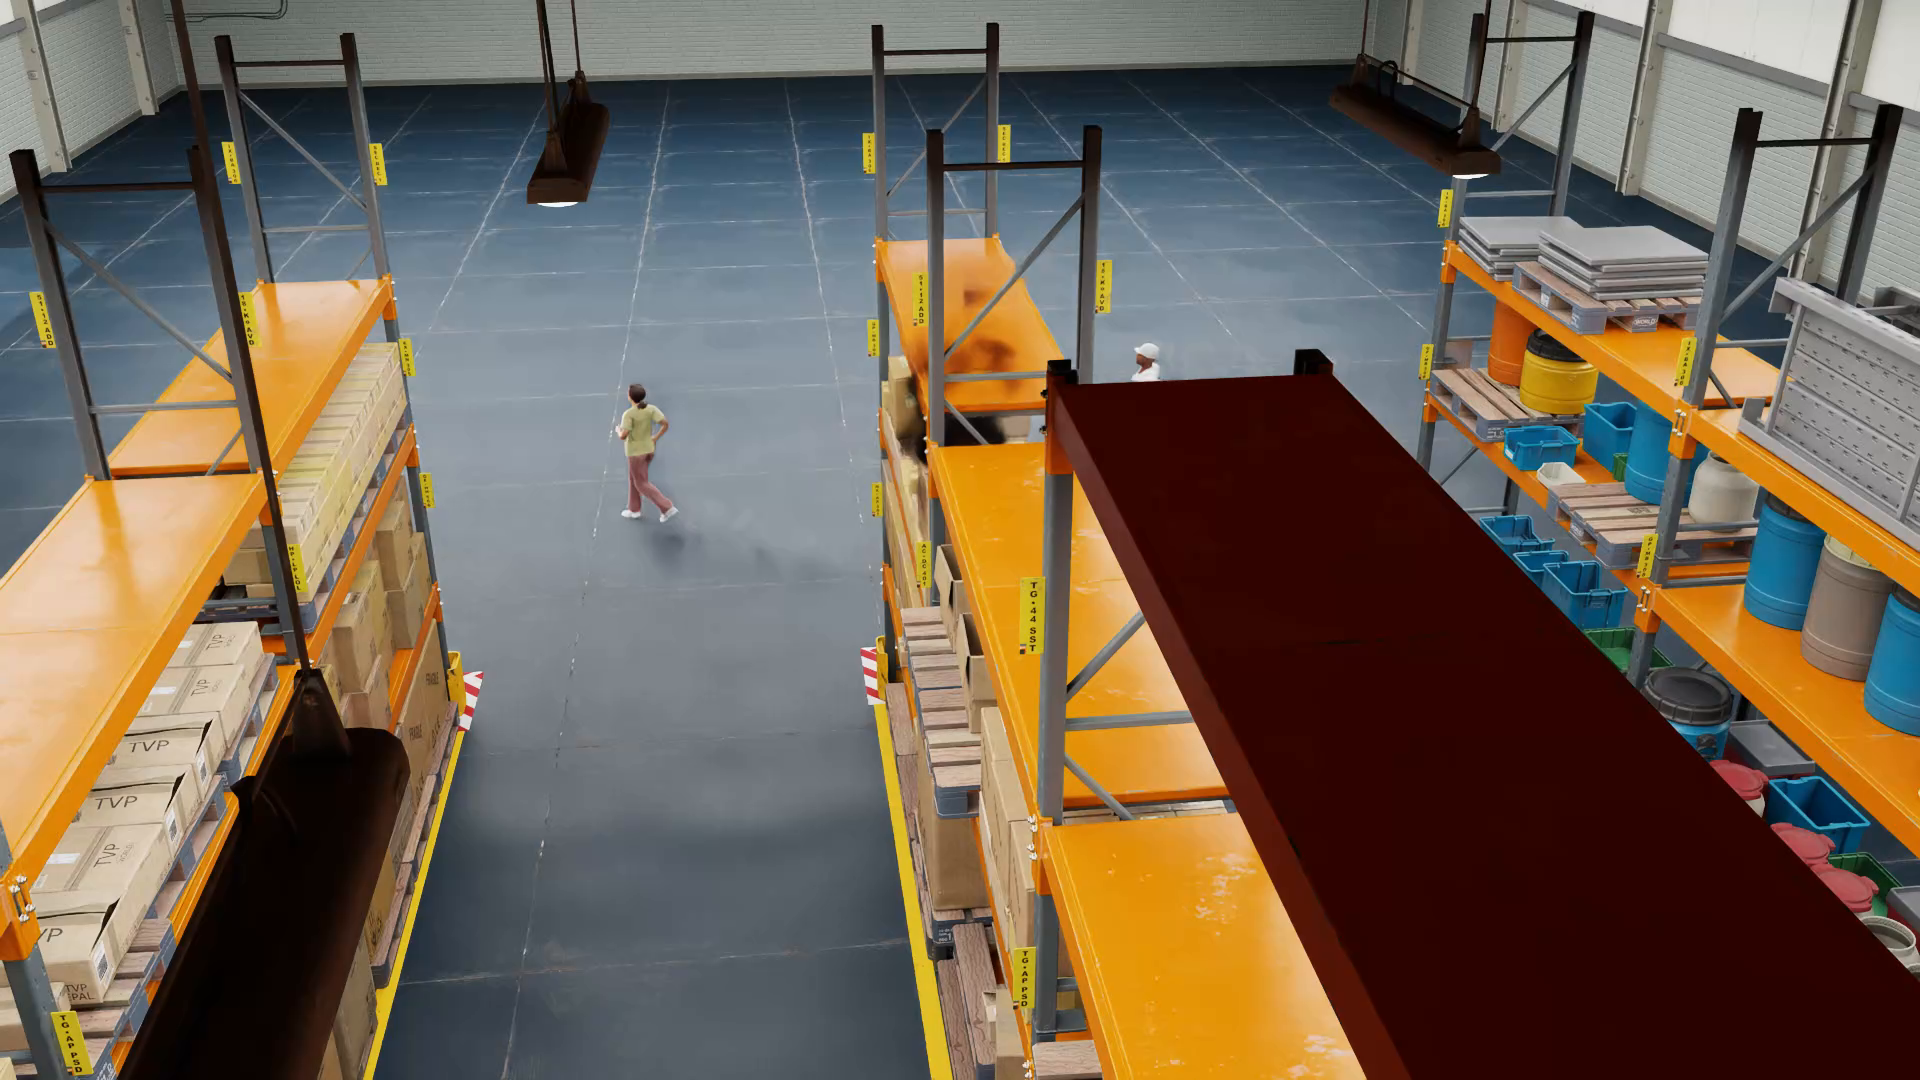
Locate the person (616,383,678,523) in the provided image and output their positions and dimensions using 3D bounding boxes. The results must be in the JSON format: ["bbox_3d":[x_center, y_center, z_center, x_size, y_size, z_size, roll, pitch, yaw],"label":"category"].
[{"bbox_3d":[-3.560,-0.933,18.528,0.851,1.682,0.564,17,30,32],"label":"person"}]

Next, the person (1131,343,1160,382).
[{"bbox_3d":[2.188,-1.496,19.624,0.782,1.735,0.718,4,26,8],"label":"person"}]
